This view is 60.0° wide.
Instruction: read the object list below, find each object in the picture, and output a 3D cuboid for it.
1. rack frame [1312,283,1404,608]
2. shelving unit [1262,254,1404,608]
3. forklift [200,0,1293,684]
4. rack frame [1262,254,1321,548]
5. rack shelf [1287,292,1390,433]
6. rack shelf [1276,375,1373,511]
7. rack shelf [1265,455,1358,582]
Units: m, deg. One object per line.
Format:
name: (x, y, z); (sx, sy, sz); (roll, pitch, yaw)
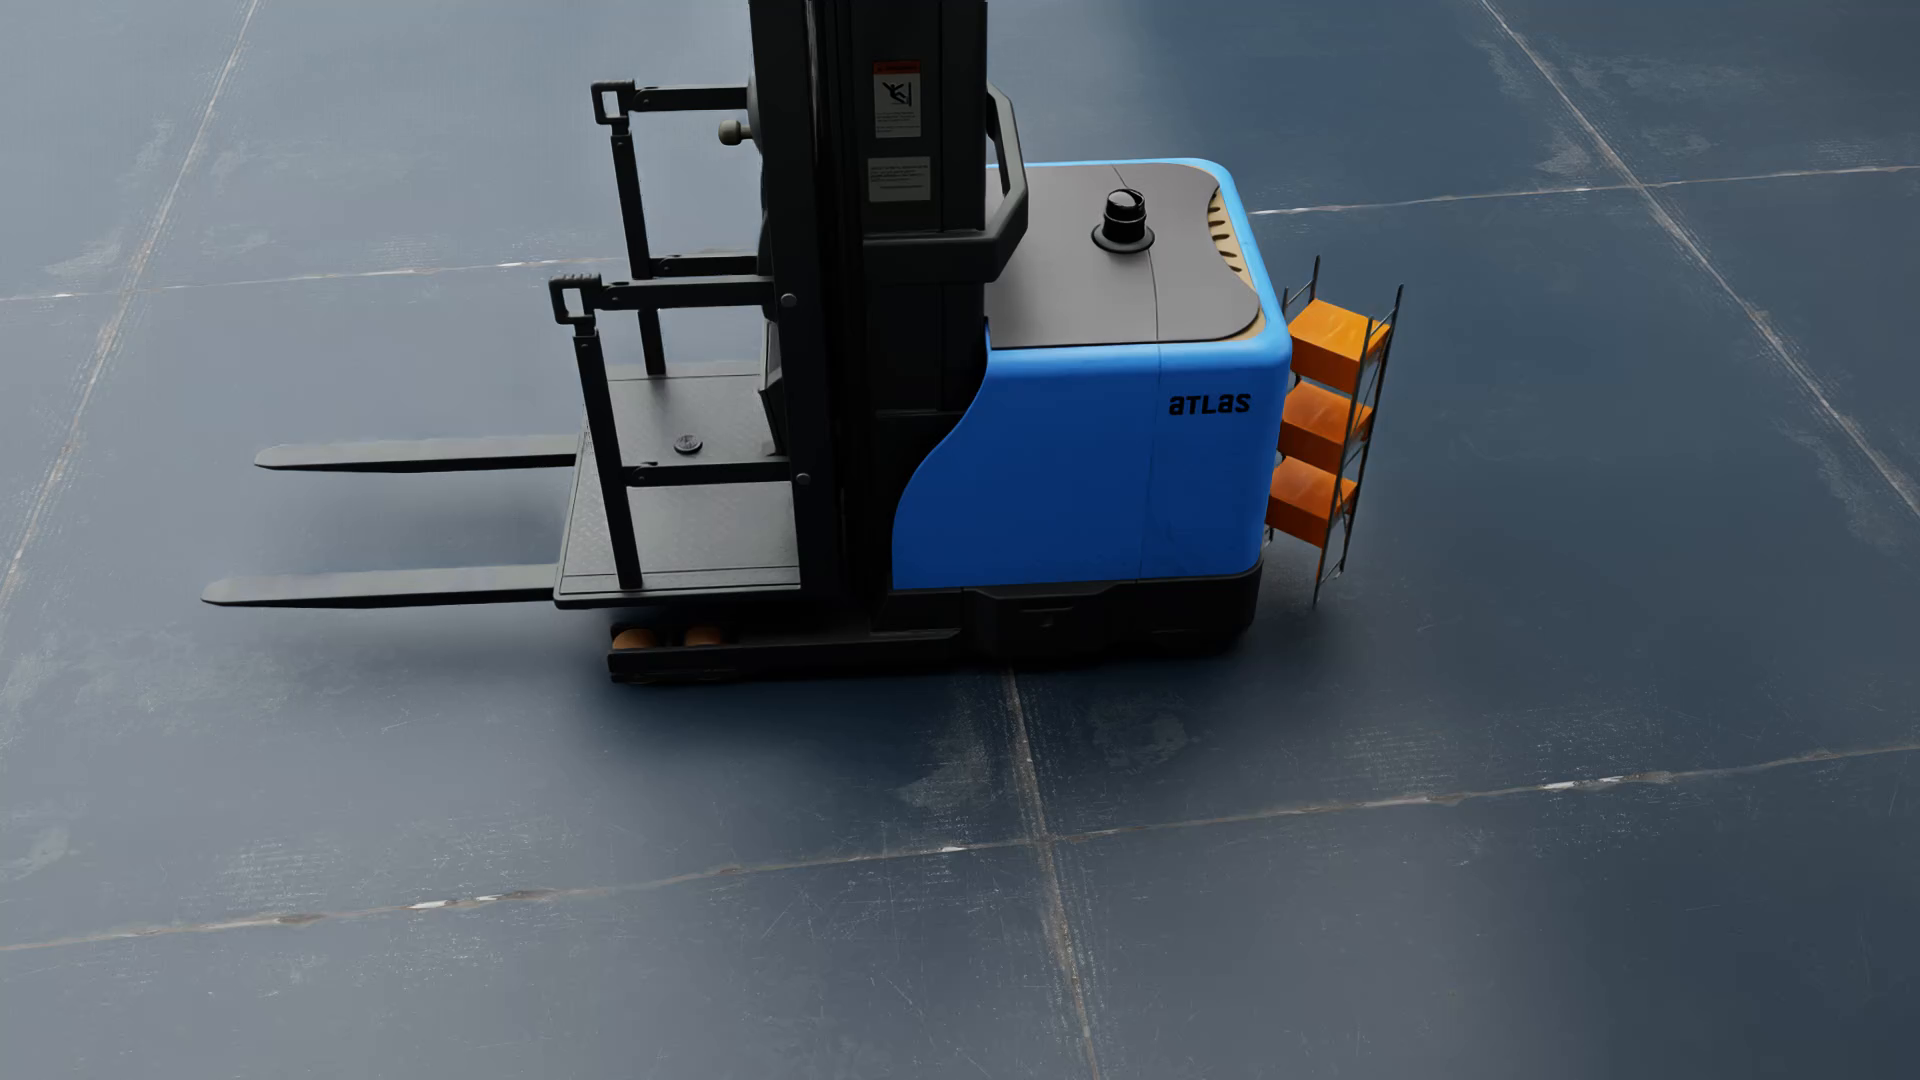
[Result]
rack frame: (1.124, -0.241, 4.733); (0.008, 1.050, 0.200); (26, 48, 26)
shelving unit: (1.026, -0.289, 4.786); (0.252, 1.050, 0.215); (26, 48, 26)
forklift: (-0.672, -1.040, 4.215); (3.031, 2.935, 1.130); (-2, 42, -3)
rack frame: (0.927, -0.337, 4.839); (0.008, 1.050, 0.200); (26, 48, 26)
rack shelf: (1.026, -0.492, 4.603); (0.240, 0.259, 0.215); (26, 48, 26)
rack shelf: (1.026, -0.281, 4.793); (0.240, 0.259, 0.215); (26, 48, 26)
rack shelf: (1.026, -0.074, 4.979); (0.240, 0.259, 0.215); (26, 48, 26)
